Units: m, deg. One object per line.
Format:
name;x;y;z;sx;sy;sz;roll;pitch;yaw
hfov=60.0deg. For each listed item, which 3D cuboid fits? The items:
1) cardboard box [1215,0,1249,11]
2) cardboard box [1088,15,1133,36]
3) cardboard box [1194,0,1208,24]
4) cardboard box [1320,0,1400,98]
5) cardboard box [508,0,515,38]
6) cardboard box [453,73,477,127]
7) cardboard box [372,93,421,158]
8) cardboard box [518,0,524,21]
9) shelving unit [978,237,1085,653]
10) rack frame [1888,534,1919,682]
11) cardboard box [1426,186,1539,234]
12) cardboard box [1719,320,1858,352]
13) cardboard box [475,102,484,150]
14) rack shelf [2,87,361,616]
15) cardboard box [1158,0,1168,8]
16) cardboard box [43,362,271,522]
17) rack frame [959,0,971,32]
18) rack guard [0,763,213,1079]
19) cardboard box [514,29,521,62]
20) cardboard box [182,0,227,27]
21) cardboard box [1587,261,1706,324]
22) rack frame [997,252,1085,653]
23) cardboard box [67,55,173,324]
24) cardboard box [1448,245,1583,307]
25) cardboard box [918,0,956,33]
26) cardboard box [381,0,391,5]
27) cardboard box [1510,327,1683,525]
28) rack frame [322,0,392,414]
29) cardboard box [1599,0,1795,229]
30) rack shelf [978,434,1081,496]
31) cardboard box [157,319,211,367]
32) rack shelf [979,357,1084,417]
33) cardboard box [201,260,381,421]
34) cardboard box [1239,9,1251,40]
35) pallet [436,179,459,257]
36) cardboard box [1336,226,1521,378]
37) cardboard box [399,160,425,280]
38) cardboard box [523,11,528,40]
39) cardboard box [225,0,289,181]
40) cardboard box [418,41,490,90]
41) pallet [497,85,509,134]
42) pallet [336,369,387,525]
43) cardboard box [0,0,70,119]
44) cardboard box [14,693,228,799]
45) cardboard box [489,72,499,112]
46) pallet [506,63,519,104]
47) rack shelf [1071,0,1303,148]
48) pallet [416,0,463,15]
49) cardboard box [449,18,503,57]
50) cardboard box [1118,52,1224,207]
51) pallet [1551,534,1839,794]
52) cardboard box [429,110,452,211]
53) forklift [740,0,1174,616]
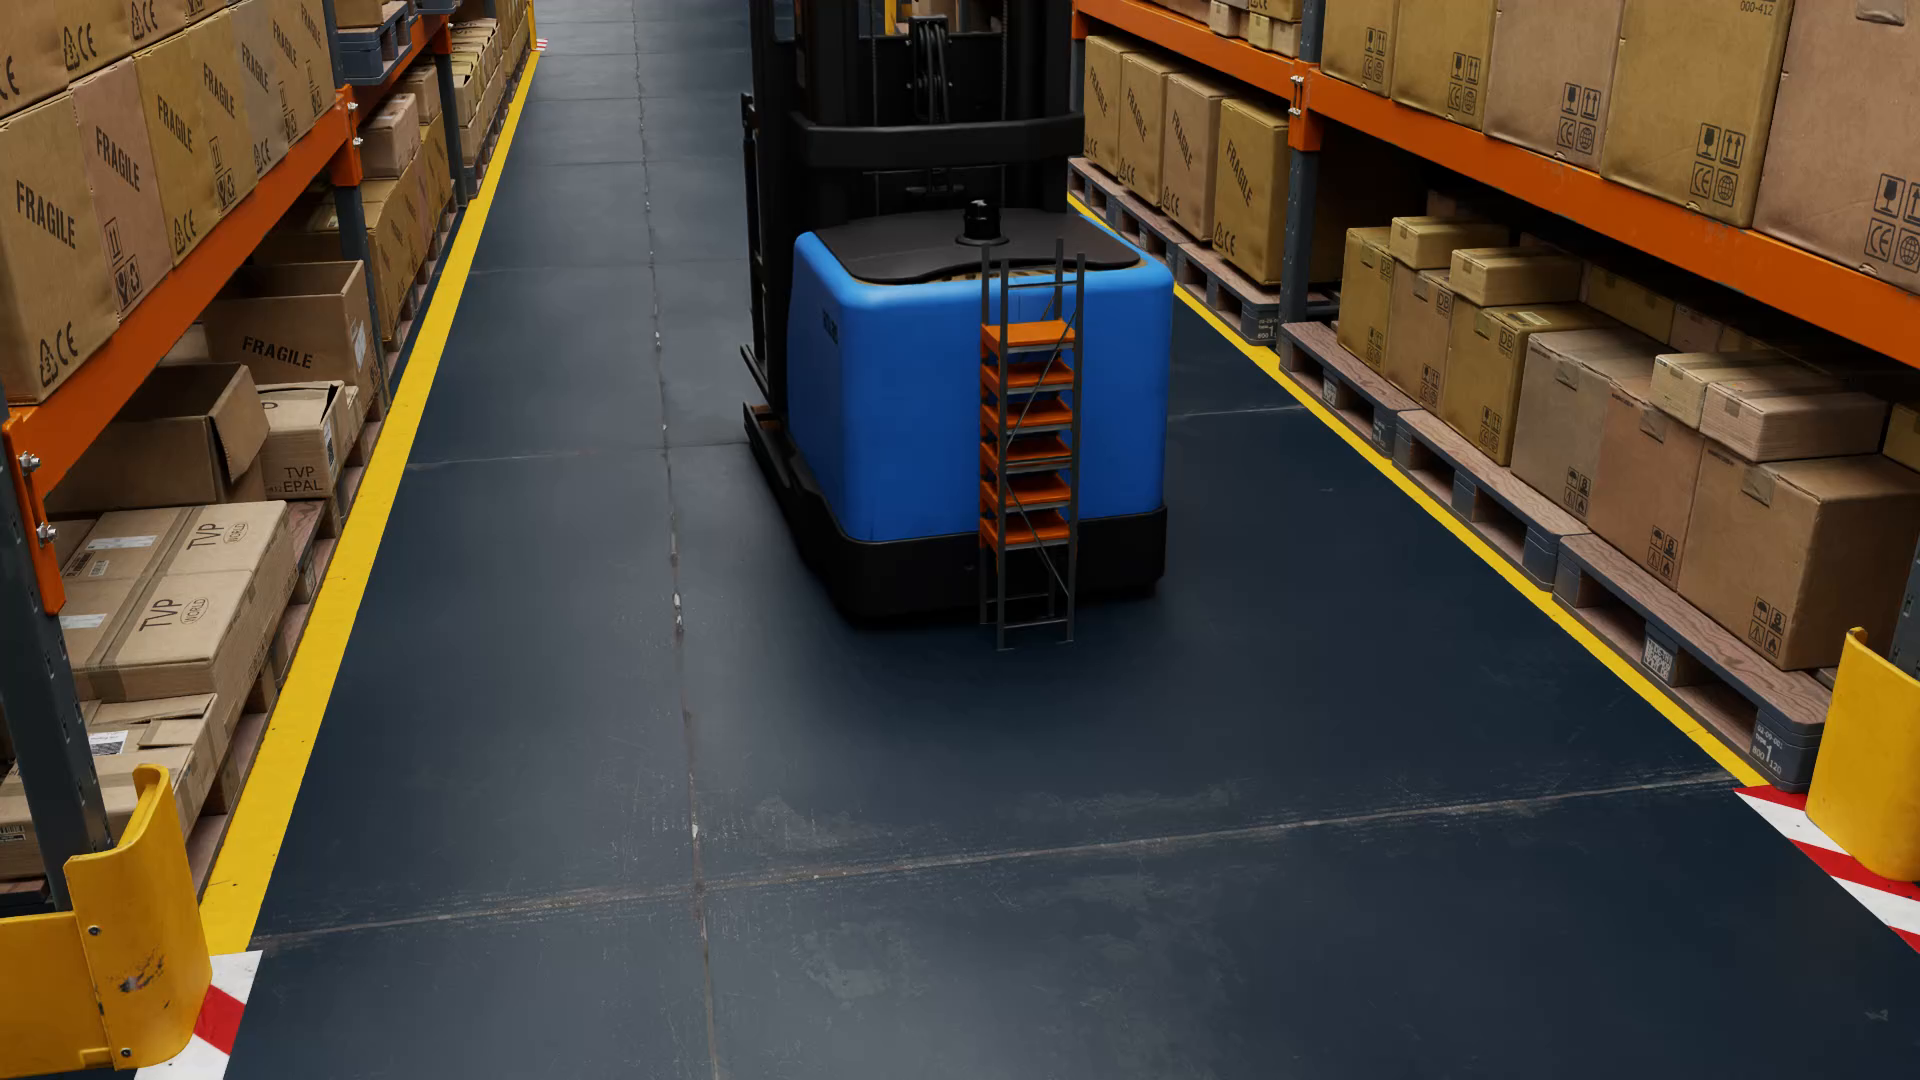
cardboard box;1.533;-2.814;7.923;0.500;0.500;0.500;-4;24;-9
cardboard box;1.003;-3.741;12.204;0.500;0.250;0.500;-4;24;-9
cardboard box;1.438;-2.769;8.630;0.380;0.149;0.250;-5;24;-11
cardboard box;2.055;-2.182;6.624;0.980;0.700;0.700;-4;24;-9
cardboard box;-4.255;-4.716;14.774;0.500;0.500;0.500;-4;24;-10
cardboard box;-3.445;-2.882;10.811;0.500;0.311;0.500;-4;24;-8
cardboard box;-3.025;-2.090;8.424;0.500;0.250;0.500;-5;24;-11
cardboard box;-4.525;-5.306;16.126;0.500;0.500;0.500;-4;24;-10
shelving unit;0.202;-0.261;4.849;0.258;1.200;0.189;-6;24;-14
rack frame;2.710;-0.686;3.573;1.000;3.000;0.127;-4;24;-10
cardboard box;2.176;-1.374;6.936;0.380;0.149;0.250;-4;24;-10
cardboard box;2.562;-0.562;5.076;0.380;0.149;0.250;-4;24;-9
cardboard box;-3.539;-2.823;11.376;0.500;0.250;0.500;-5;24;-11
rack shelf;-2.527;-0.775;4.676;1.077;0.370;4.000;-4;24;-10
cardboard box;1.329;-3.076;9.335;0.380;0.149;0.250;-4;24;-9
cardboard box;-2.545;-0.210;5.053;0.797;0.503;0.637;-4;24;-10
rack frame;0.491;-5.406;14.381;1.000;3.000;0.127;-4;24;-10
rack guard;-2.172;0.798;3.299;1.175;0.500;0.348;-4;24;-10
cardboard box;-4.339;-4.569;15.376;0.500;0.250;0.500;-4;24;-10
cardboard box;-2.267;-1.618;4.333;0.500;0.500;0.500;-5;24;-10
cardboard box;2.420;-0.862;5.764;0.380;0.149;0.250;-5;24;-11
rack frame;0.227;-0.226;4.769;0.240;1.200;0.006;-6;24;-14
cardboard box;-2.081;-0.761;3.619;0.500;0.500;0.500;-5;24;-10
cardboard box;1.989;-0.949;5.962;0.380;0.149;0.250;-5;24;-11
cardboard box;-0.017;-5.240;16.574;0.700;0.500;0.500;-6;24;-13
cardboard box;-2.954;-2.598;7.302;0.700;0.500;0.500;-1;24;-1
cardboard box;2.296;-0.396;5.507;0.700;0.500;0.500;-5;24;-11
rack frame;-2.897;-1.891;6.333;1.000;3.000;0.127;-4;24;-10
cardboard box;2.460;-1.309;4.624;0.980;0.700;0.700;-4;24;-10
rack shelf;0.202;-0.221;4.867;0.258;0.103;0.180;-6;24;-14
cardboard box;-3.032;-0.680;6.368;0.500;0.311;0.500;-4;24;-10
rack shelf;0.202;-0.441;4.771;0.258;0.103;0.180;-6;24;-14
cardboard box;-2.513;-0.744;6.280;0.500;0.500;0.500;-4;24;-10
cardboard box;1.556;-2.468;7.943;0.380;0.149;0.250;-4;24;-8
pallet;-3.536;-1.890;9.815;1.003;0.211;1.213;-4;24;-10
cardboard box;2.008;-1.005;6.901;0.700;0.500;0.500;-4;24;-9
cardboard box;-2.942;-1.562;8.152;0.500;0.500;0.500;-4;24;-9
cardboard box;-4.622;-5.159;16.725;0.500;0.250;0.500;-4;24;-10
cardboard box;-2.359;-1.355;4.980;0.500;0.500;0.500;-4;24;-9
cardboard box;-3.738;-3.491;12.205;0.500;0.311;0.500;-5;24;-10
pallet;-4.202;-3.473;13.439;1.003;0.211;1.213;-4;24;-10
pallet;-2.771;-0.343;6.273;1.003;0.211;1.213;-4;24;-10
cardboard box;-1.980;-1.016;2.955;0.500;0.500;0.500;-4;24;-8
cardboard box;-1.943;0.490;3.870;0.380;0.166;0.250;-4;24;-10
cardboard box;-3.828;-3.429;12.763;0.500;0.250;0.500;-4;24;-9
pallet;-4.482;-4.076;14.819;1.003;0.211;1.213;-4;24;-10
rack shelf;1.601;-2.717;9.121;1.077;0.370;4.000;-4;24;-10
pallet;-3.442;-3.115;9.375;1.213;0.211;1.003;-4;24;-10
cardboard box;-4.020;-4.089;13.576;0.500;0.311;0.500;-4;24;-10
cardboard box;1.394;-2.396;9.650;0.750;0.750;0.750;-4;24;-10
pallet;2.485;0.283;4.838;1.003;0.211;1.213;-4;24;-10
cardboard box;-3.233;-2.170;9.545;0.500;0.500;0.500;-3;24;-8
forklift;-0.231;-1.676;5.926;1.130;2.935;3.031;-6;24;-14
